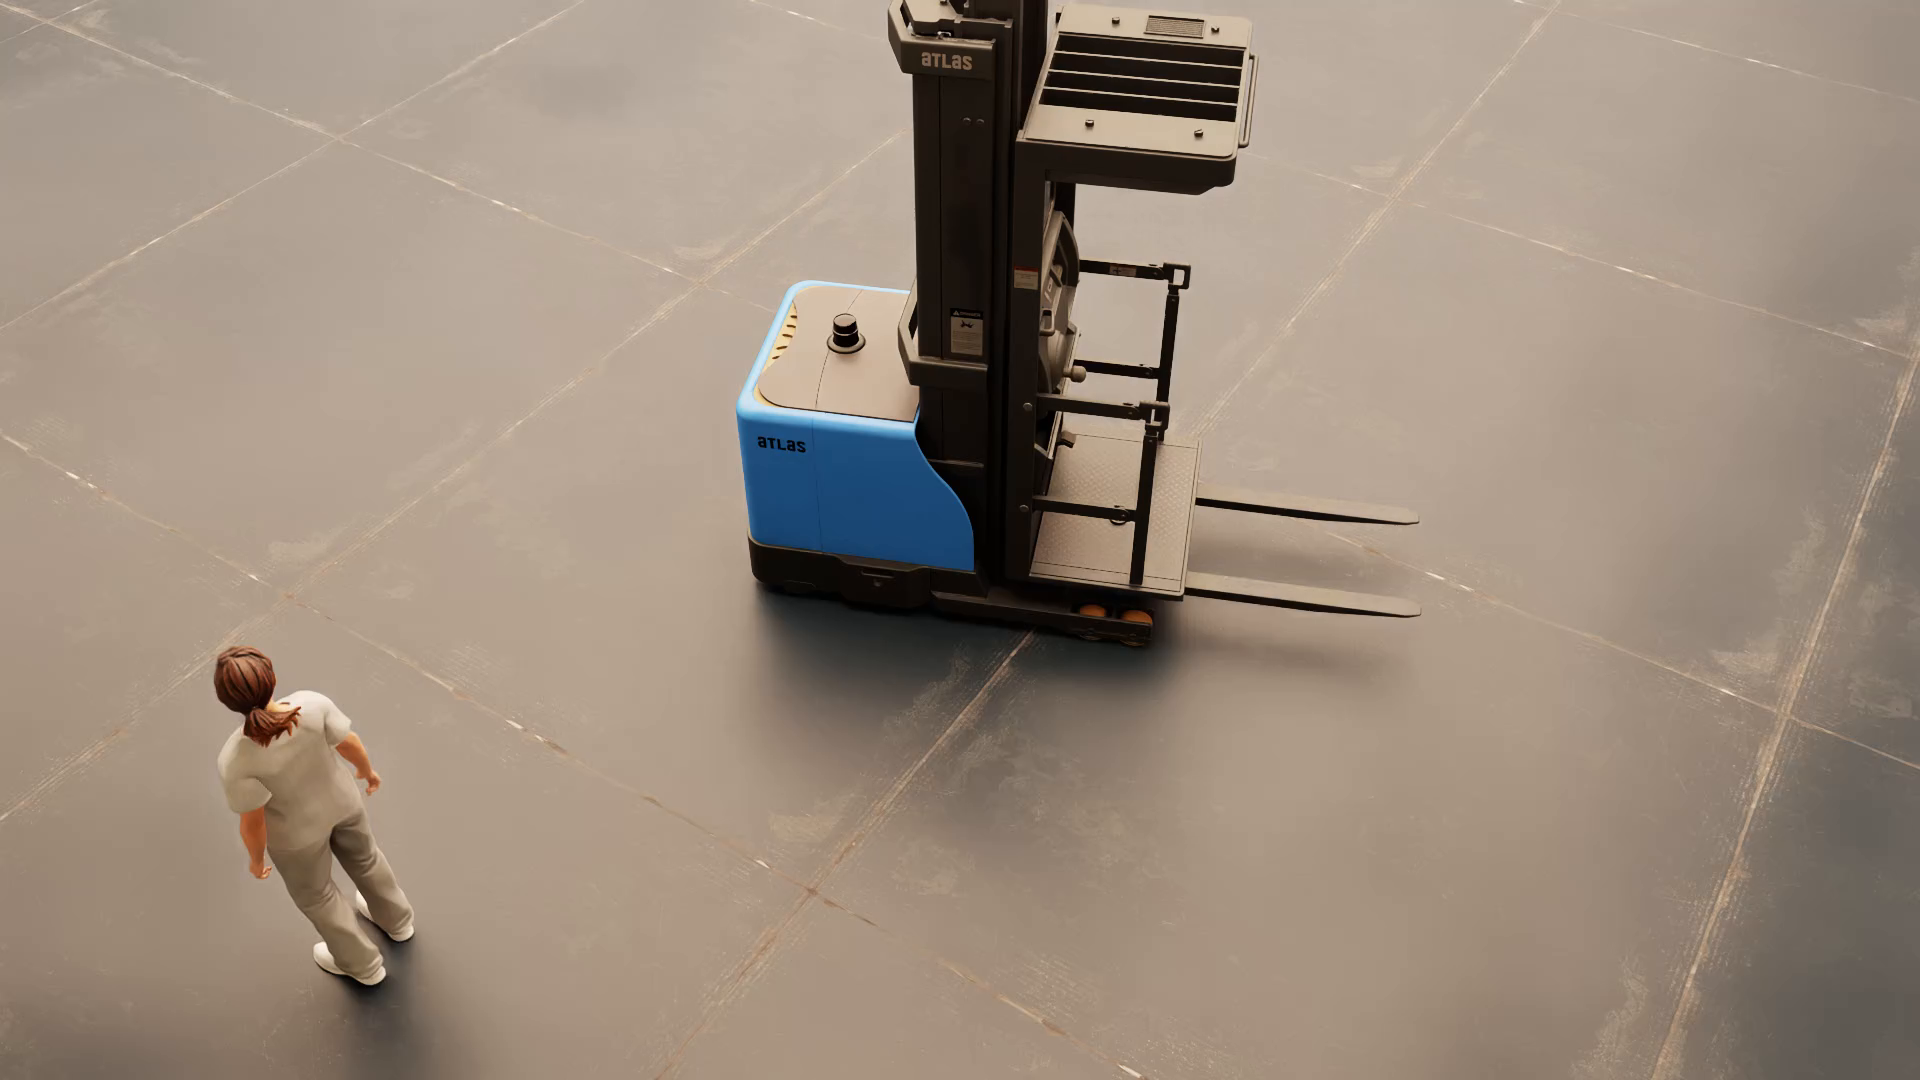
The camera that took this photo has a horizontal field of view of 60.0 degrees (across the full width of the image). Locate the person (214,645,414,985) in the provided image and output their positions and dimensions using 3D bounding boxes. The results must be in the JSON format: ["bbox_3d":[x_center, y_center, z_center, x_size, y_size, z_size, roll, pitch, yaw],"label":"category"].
[{"bbox_3d":[-2.259,0.945,5.767,0.400,1.673,0.528,26,49,25],"label":"person"}]

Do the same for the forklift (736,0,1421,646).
[{"bbox_3d":[0.598,-0.987,6.890,3.031,2.935,1.130,7,44,8],"label":"forklift"}]
